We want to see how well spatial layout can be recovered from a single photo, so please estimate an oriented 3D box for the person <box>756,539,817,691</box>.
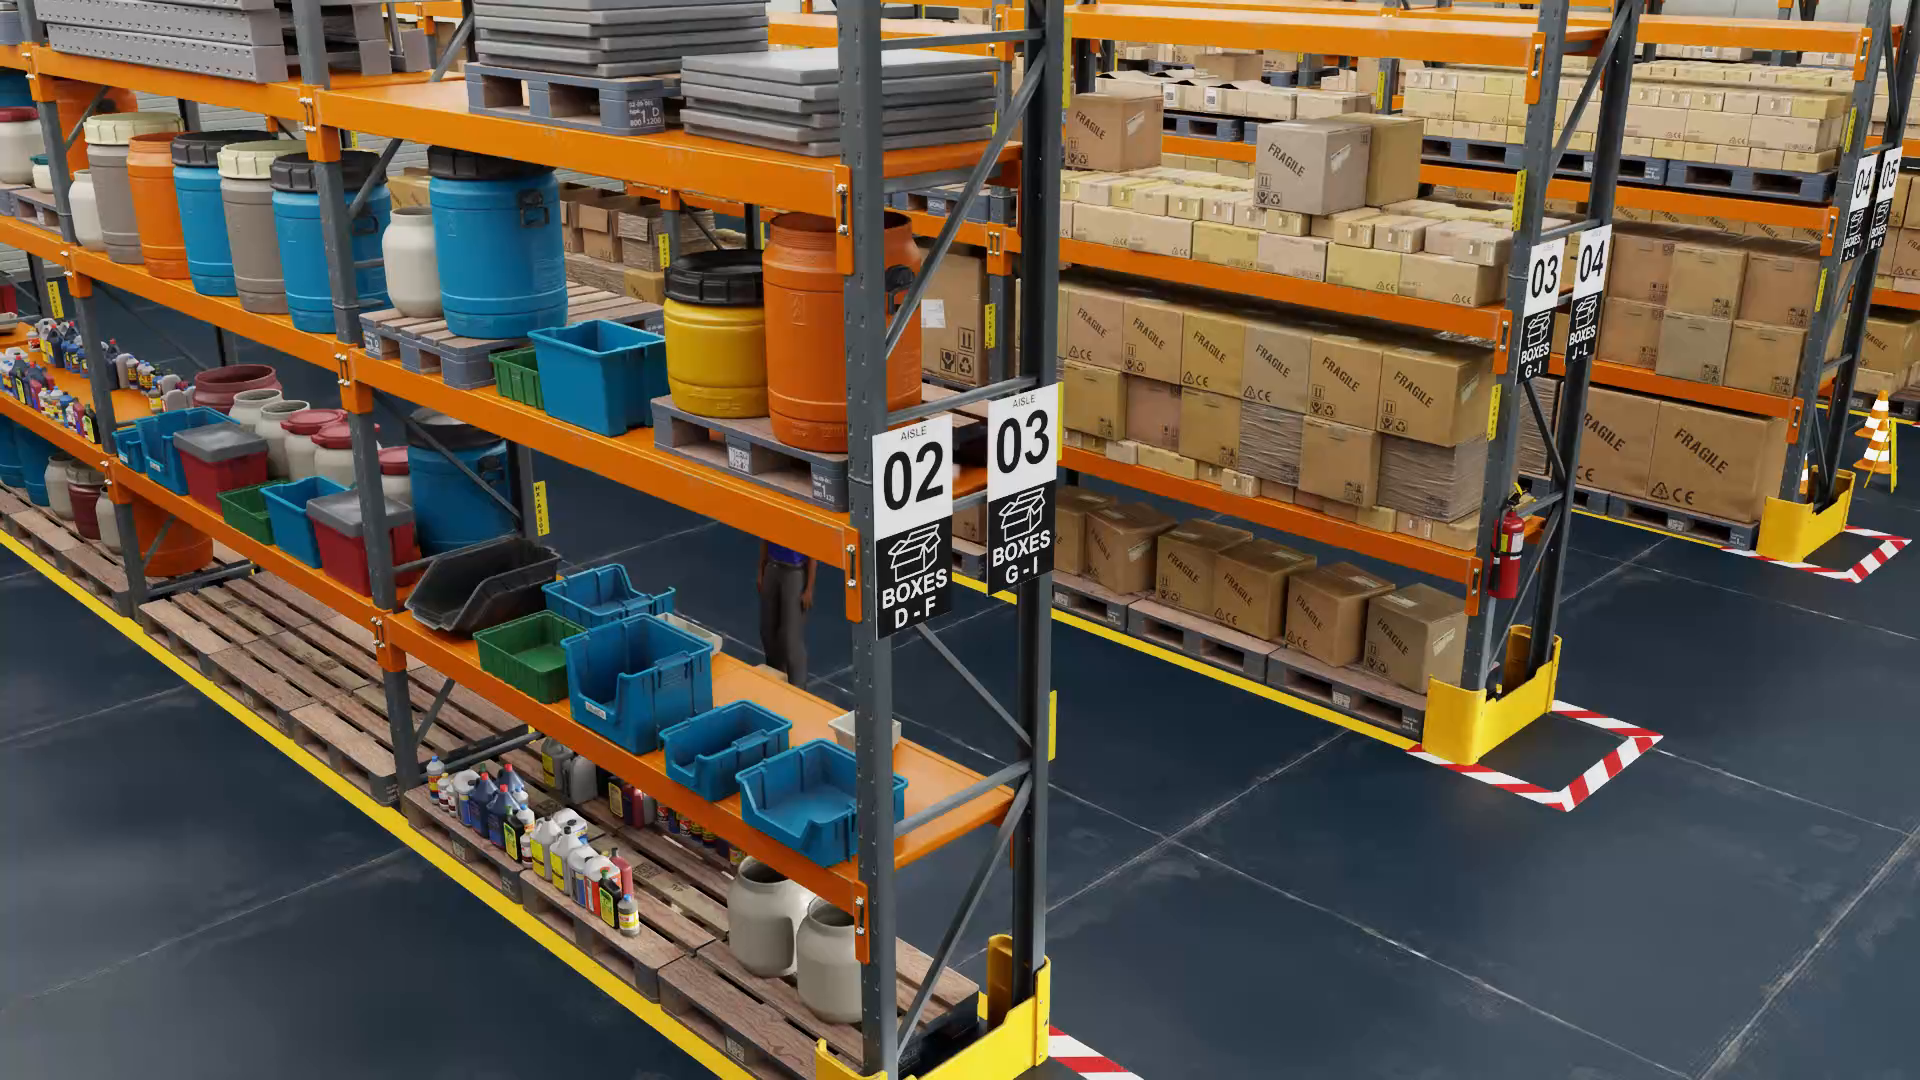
[{"bbox_3d":[-1.165,0.287,10.830,0.519,1.653,0.402,17,27,38],"label":"person"}]
